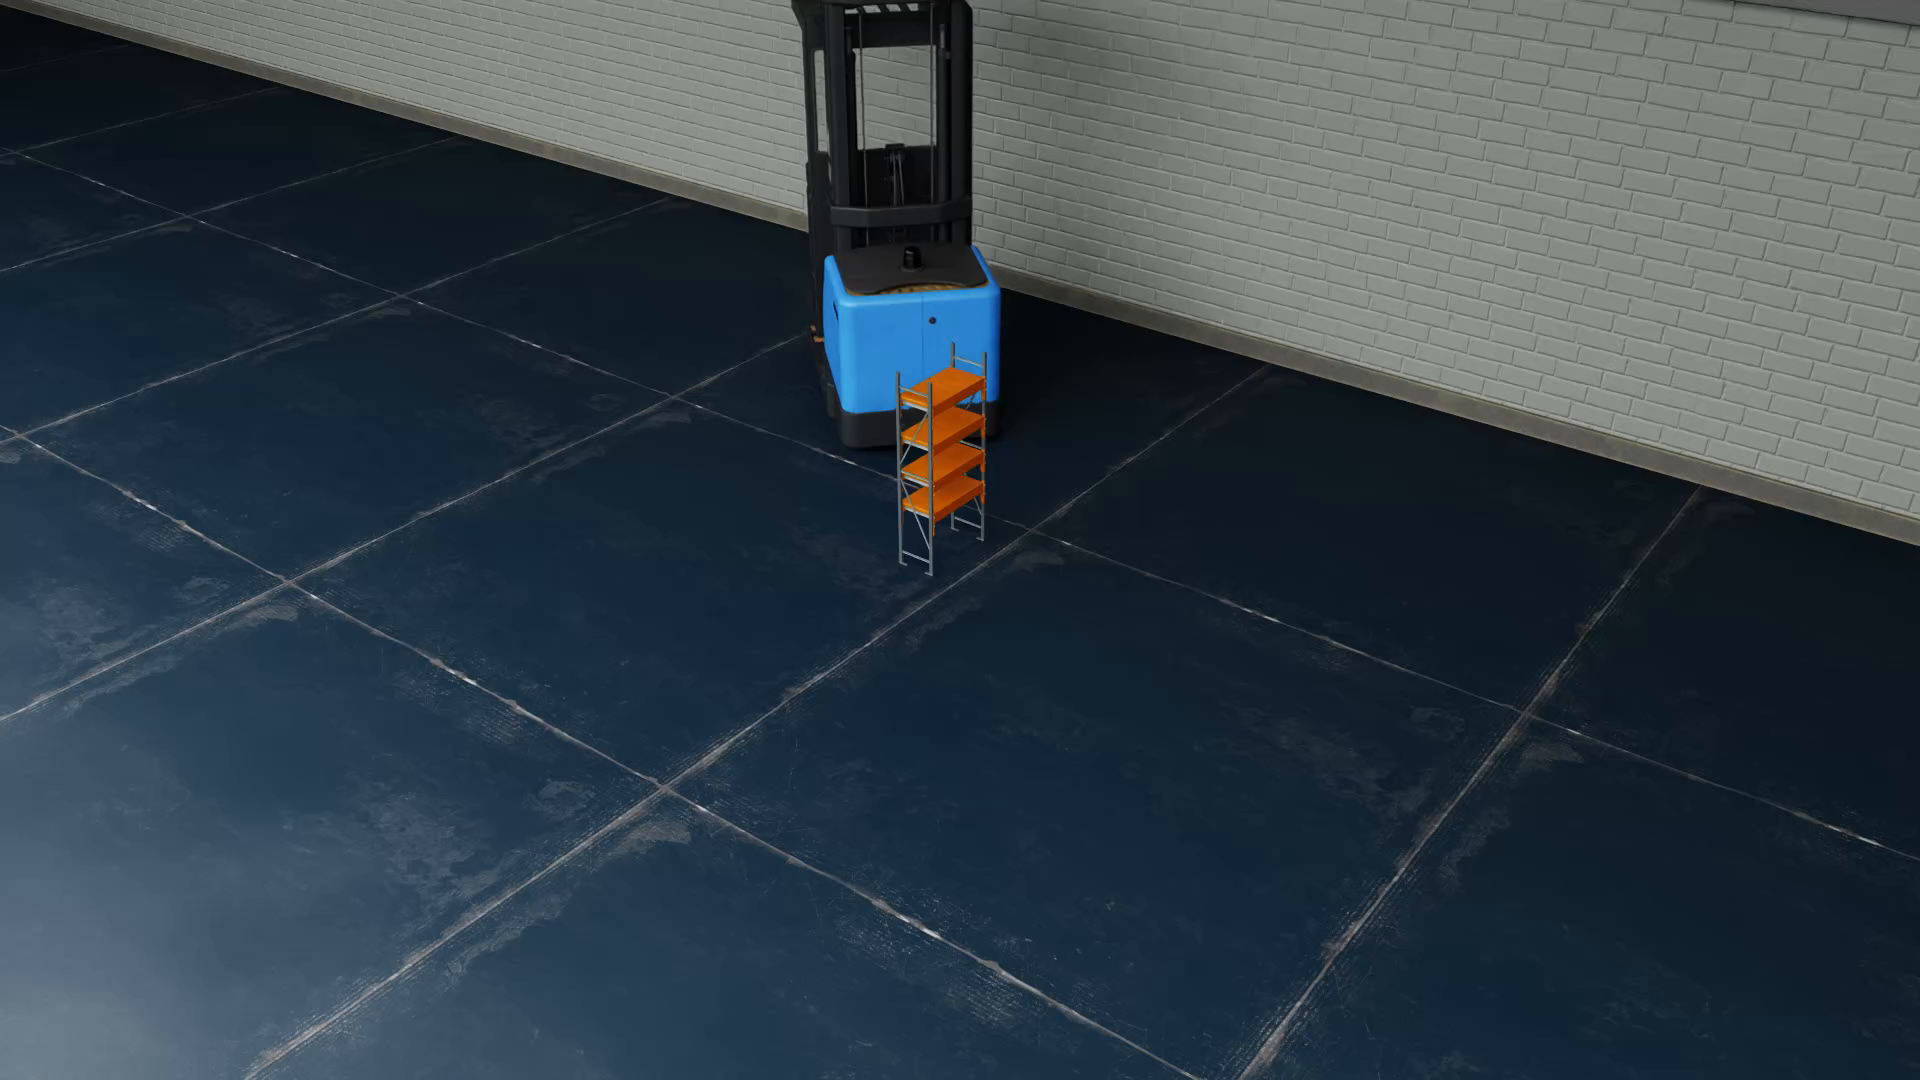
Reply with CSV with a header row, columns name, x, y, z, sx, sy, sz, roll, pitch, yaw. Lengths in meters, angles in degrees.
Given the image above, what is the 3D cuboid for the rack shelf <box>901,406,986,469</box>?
name,x,y,z,sx,sy,sz,roll,pitch,yaw
rack shelf,-0.100,-0.583,9.251,0.258,0.148,0.480,21,37,31

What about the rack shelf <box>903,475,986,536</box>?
name,x,y,z,sx,sy,sz,roll,pitch,yaw
rack shelf,-0.100,-0.220,9.466,0.258,0.148,0.480,21,37,31

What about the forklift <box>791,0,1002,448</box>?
name,x,y,z,sx,sy,sz,roll,pitch,yaw
forklift,-0.507,-2.586,11.238,1.130,2.935,3.031,-5,31,-9

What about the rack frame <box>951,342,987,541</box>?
name,x,y,z,sx,sy,sz,roll,pitch,yaw
rack frame,0.047,-0.548,9.498,0.240,1.200,0.015,21,37,31

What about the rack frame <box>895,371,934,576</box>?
name,x,y,z,sx,sy,sz,roll,pitch,yaw
rack frame,-0.247,-0.350,9.163,0.240,1.200,0.015,21,37,31

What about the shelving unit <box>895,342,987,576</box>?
name,x,y,z,sx,sy,sz,roll,pitch,yaw
shelving unit,-0.100,-0.449,9.331,0.258,1.200,0.503,21,37,31

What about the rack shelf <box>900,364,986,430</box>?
name,x,y,z,sx,sy,sz,roll,pitch,yaw
rack shelf,-0.100,-0.787,9.130,0.258,0.148,0.480,21,37,31

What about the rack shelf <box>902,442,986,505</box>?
name,x,y,z,sx,sy,sz,roll,pitch,yaw
rack shelf,-0.100,-0.391,9.365,0.258,0.148,0.480,21,37,31
